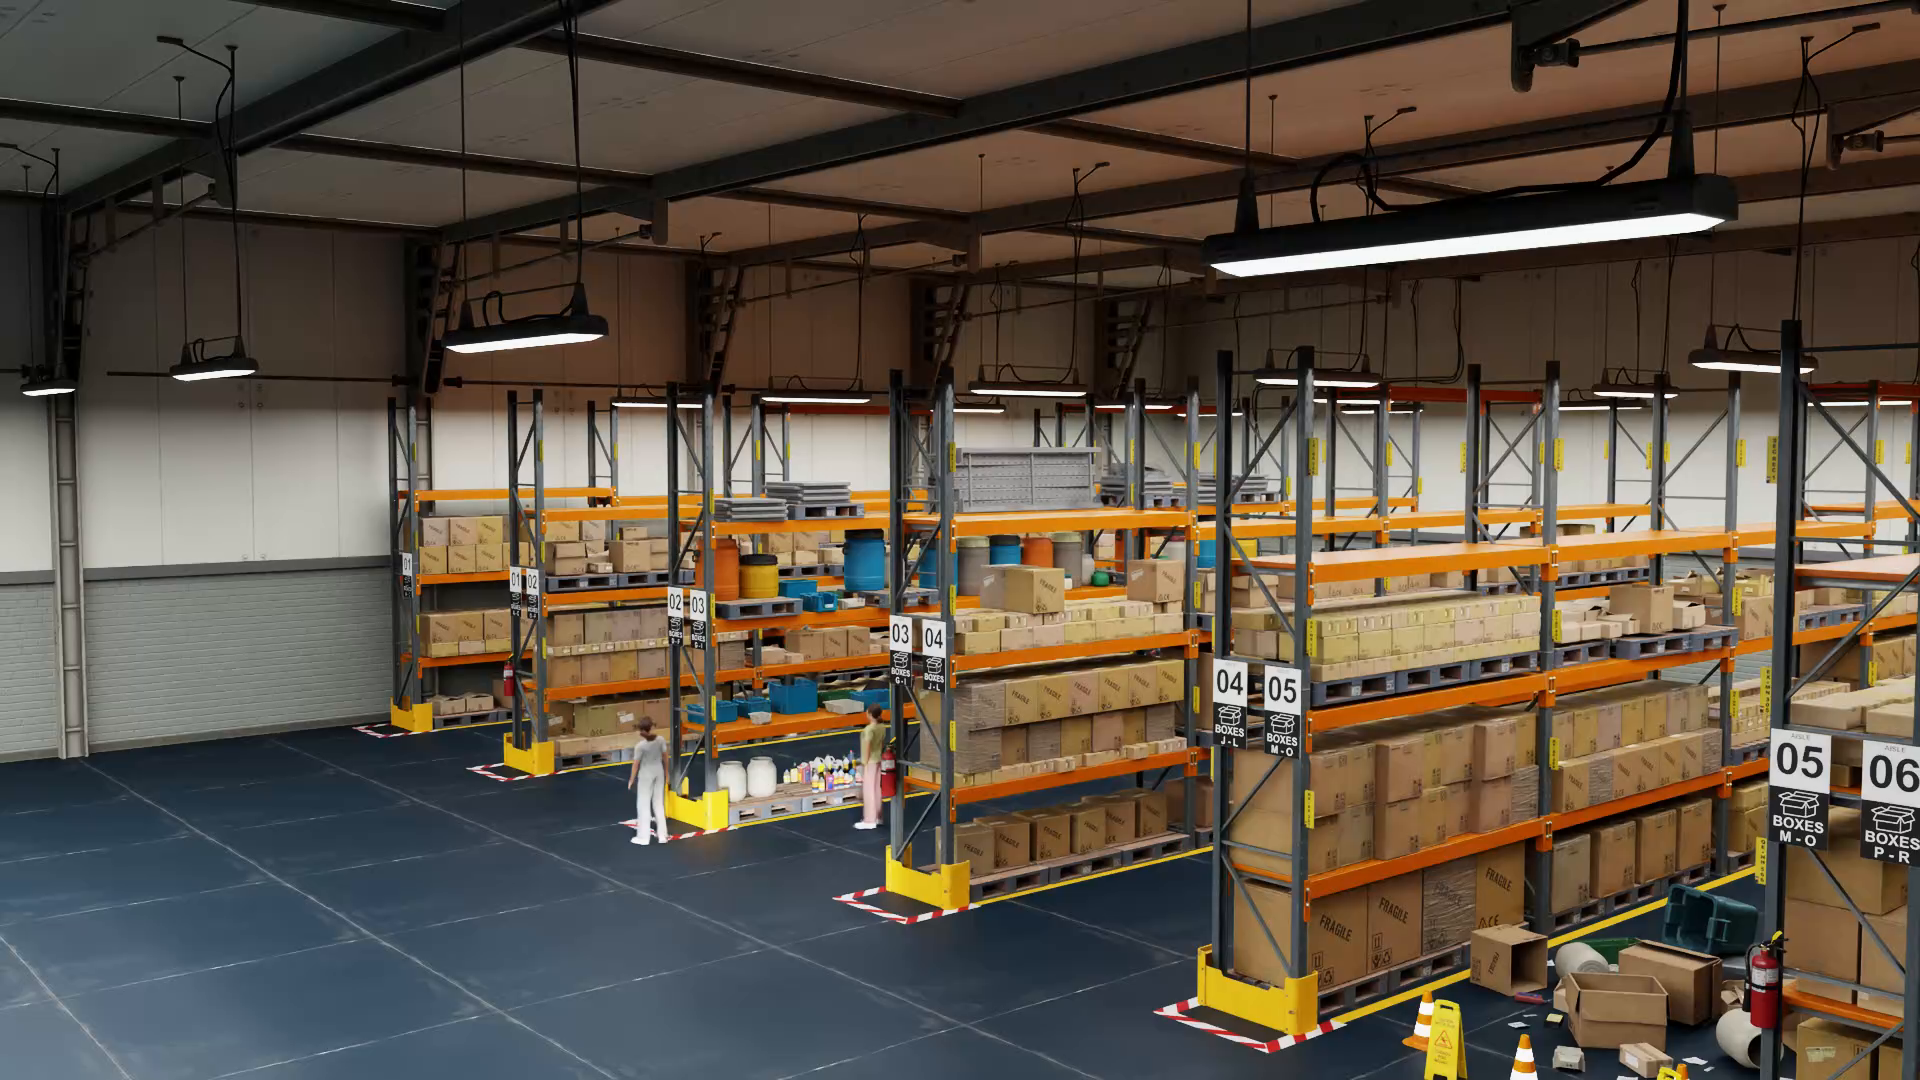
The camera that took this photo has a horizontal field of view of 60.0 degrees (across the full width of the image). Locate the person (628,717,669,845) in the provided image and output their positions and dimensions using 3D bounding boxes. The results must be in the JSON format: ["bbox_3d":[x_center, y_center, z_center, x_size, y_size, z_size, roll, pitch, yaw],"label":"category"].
[{"bbox_3d":[-3.980,3.098,21.394,0.462,1.697,0.560,3,5,43],"label":"person"}]

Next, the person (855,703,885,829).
[{"bbox_3d":[-1.199,3.018,22.343,0.390,1.675,0.492,1,4,19],"label":"person"}]

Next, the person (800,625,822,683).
[{"bbox_3d":[-2.893,2.441,32.007,0.485,1.685,0.463,0,3,-6],"label":"person"}]
